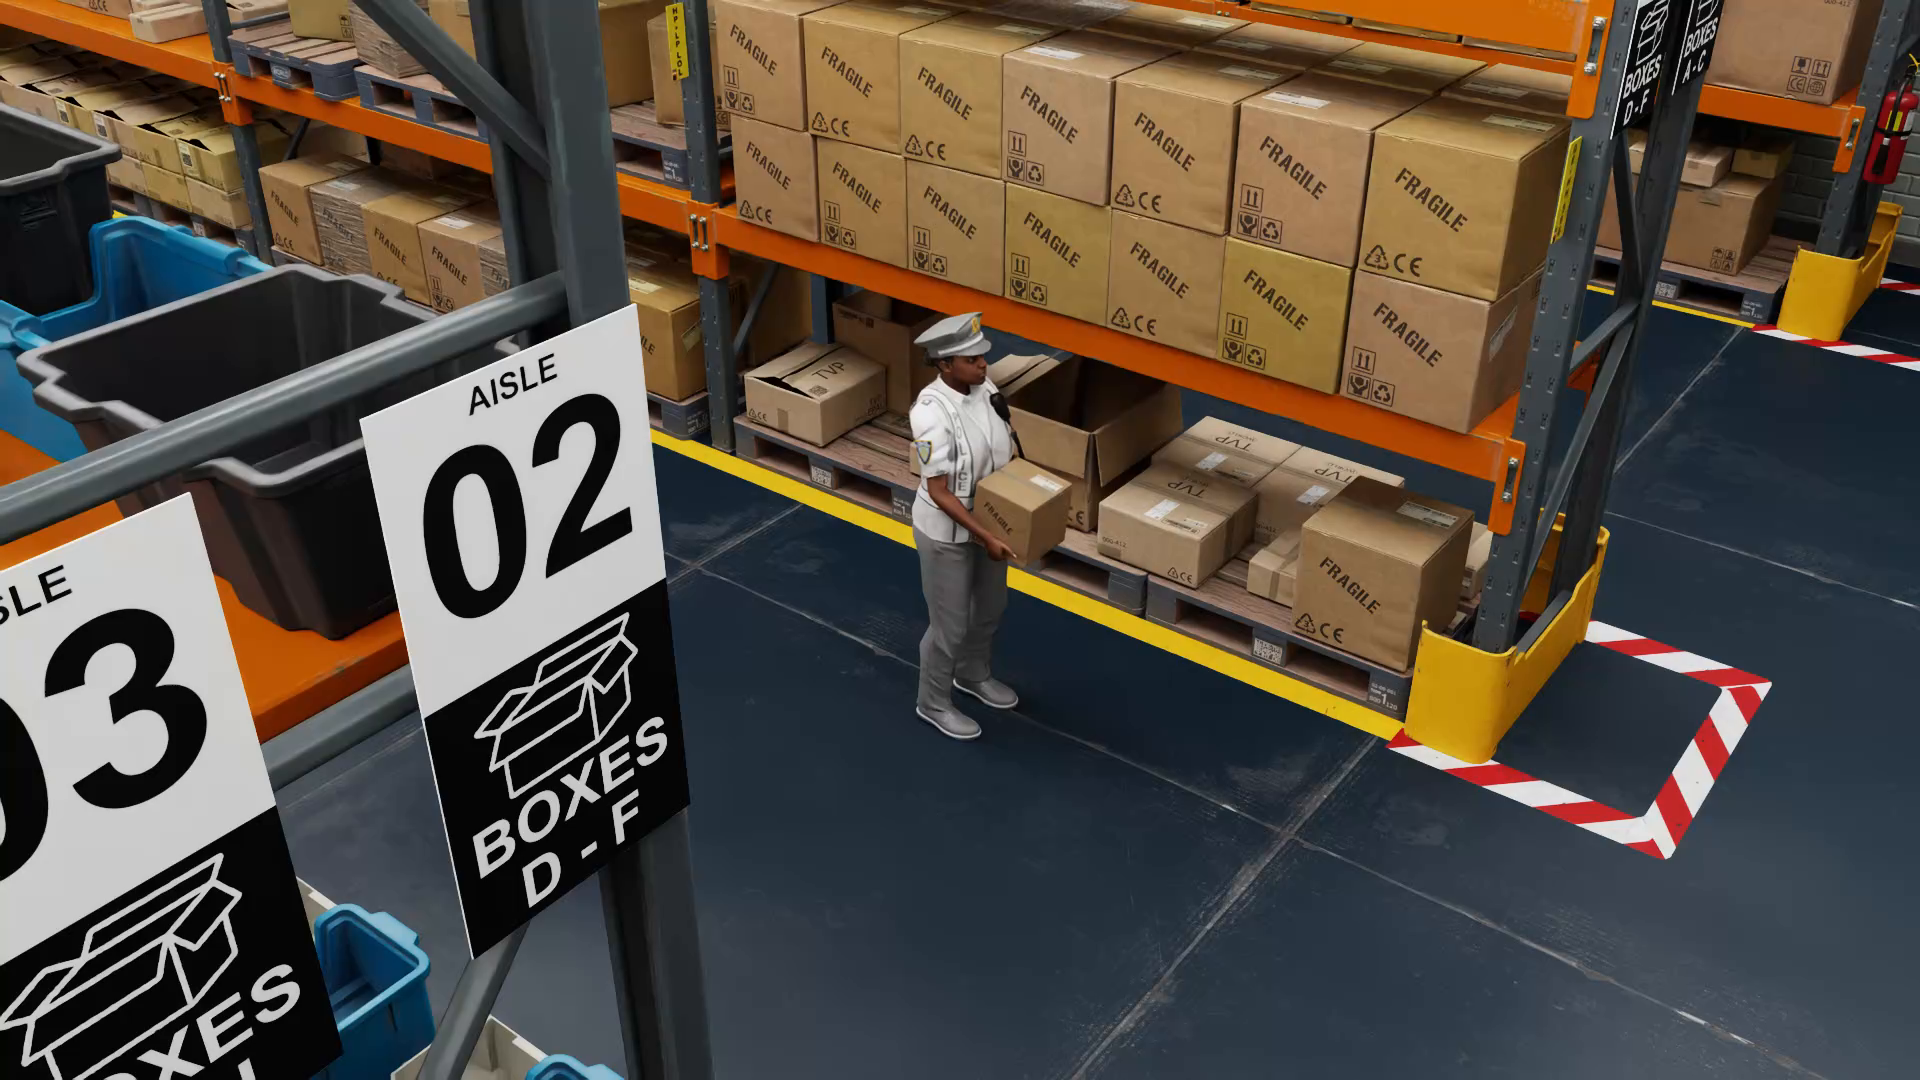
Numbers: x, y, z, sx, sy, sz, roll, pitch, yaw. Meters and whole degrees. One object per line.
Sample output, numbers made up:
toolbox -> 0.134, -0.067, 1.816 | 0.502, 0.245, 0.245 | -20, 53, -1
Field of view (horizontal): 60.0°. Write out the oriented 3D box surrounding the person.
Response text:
person -> 0.073, -0.027, 6.157 | 0.531, 1.688, 0.451 | 22, 38, 32
